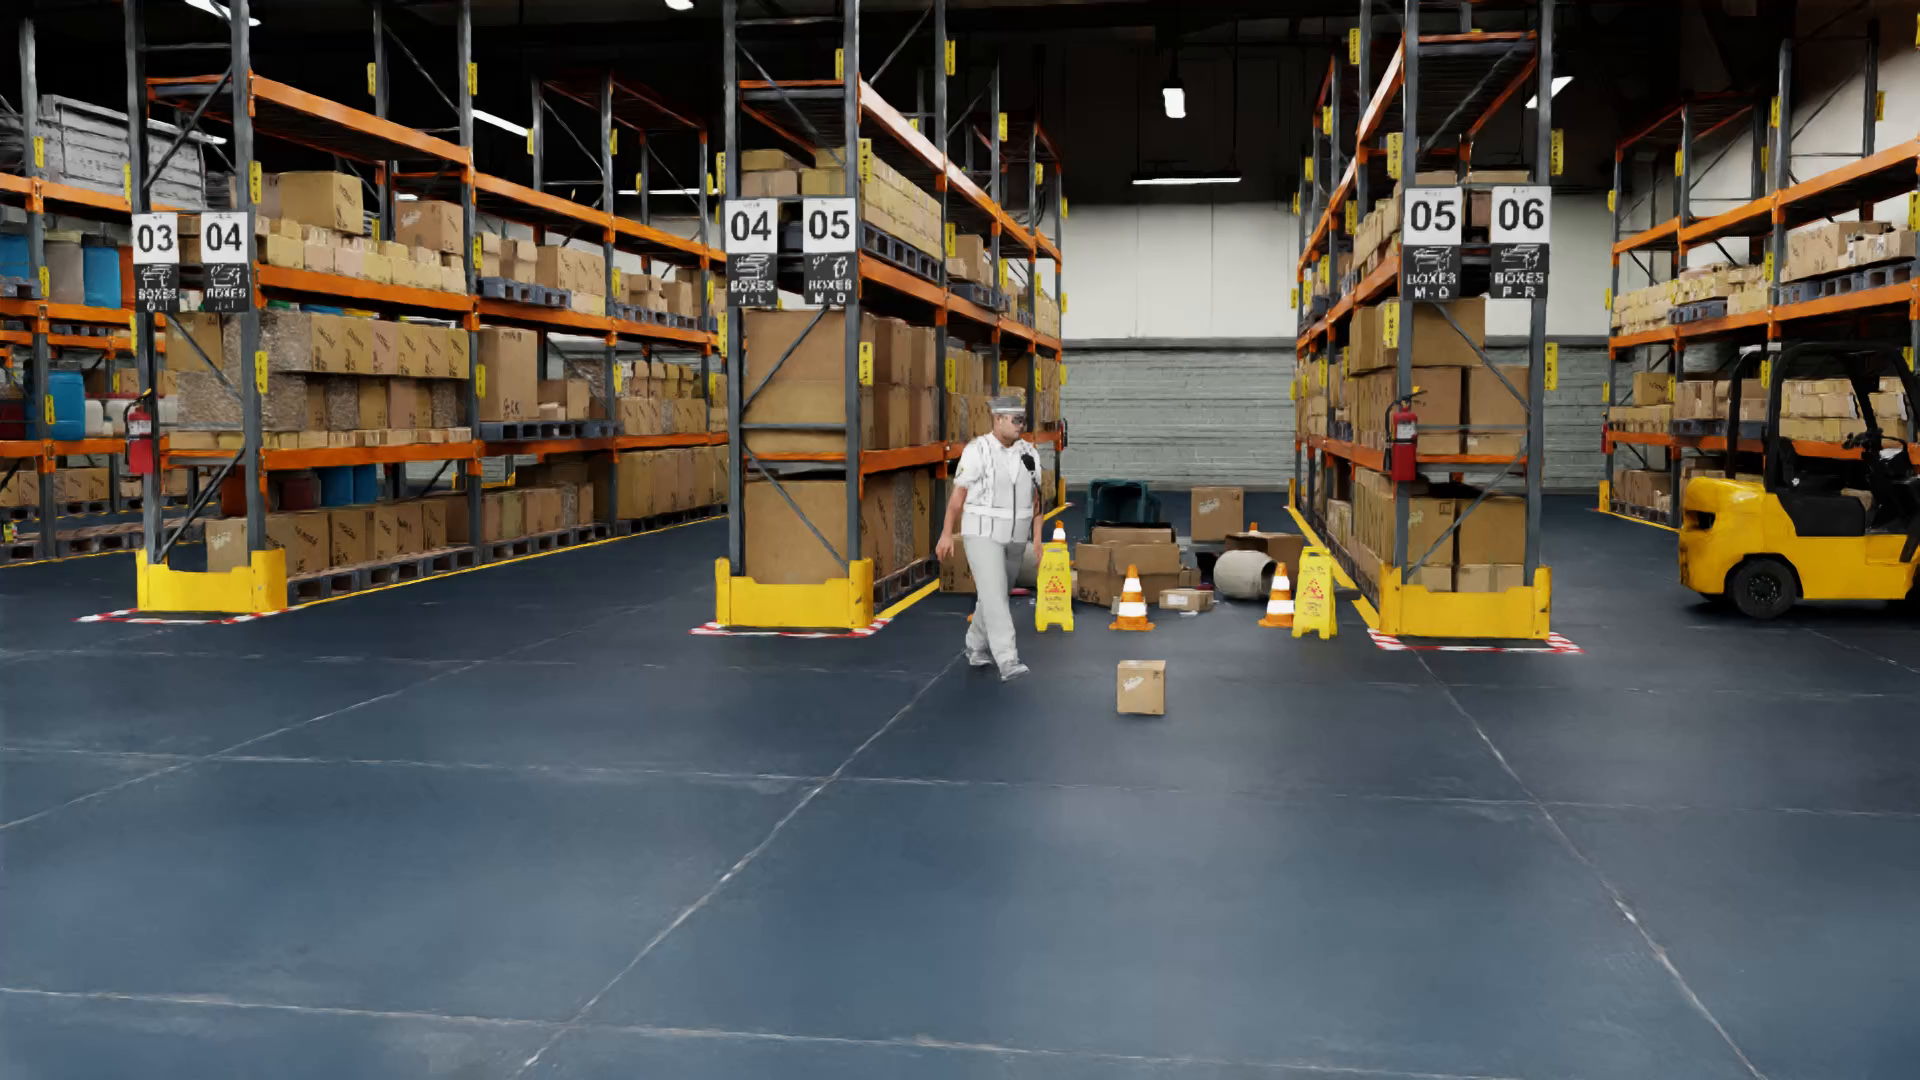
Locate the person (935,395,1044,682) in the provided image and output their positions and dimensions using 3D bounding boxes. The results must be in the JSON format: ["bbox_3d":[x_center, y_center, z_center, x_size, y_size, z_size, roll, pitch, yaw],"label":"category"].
[{"bbox_3d":[0.248,-0.028,10.003,0.604,1.685,1.072,-3,5,-32],"label":"person"}]
